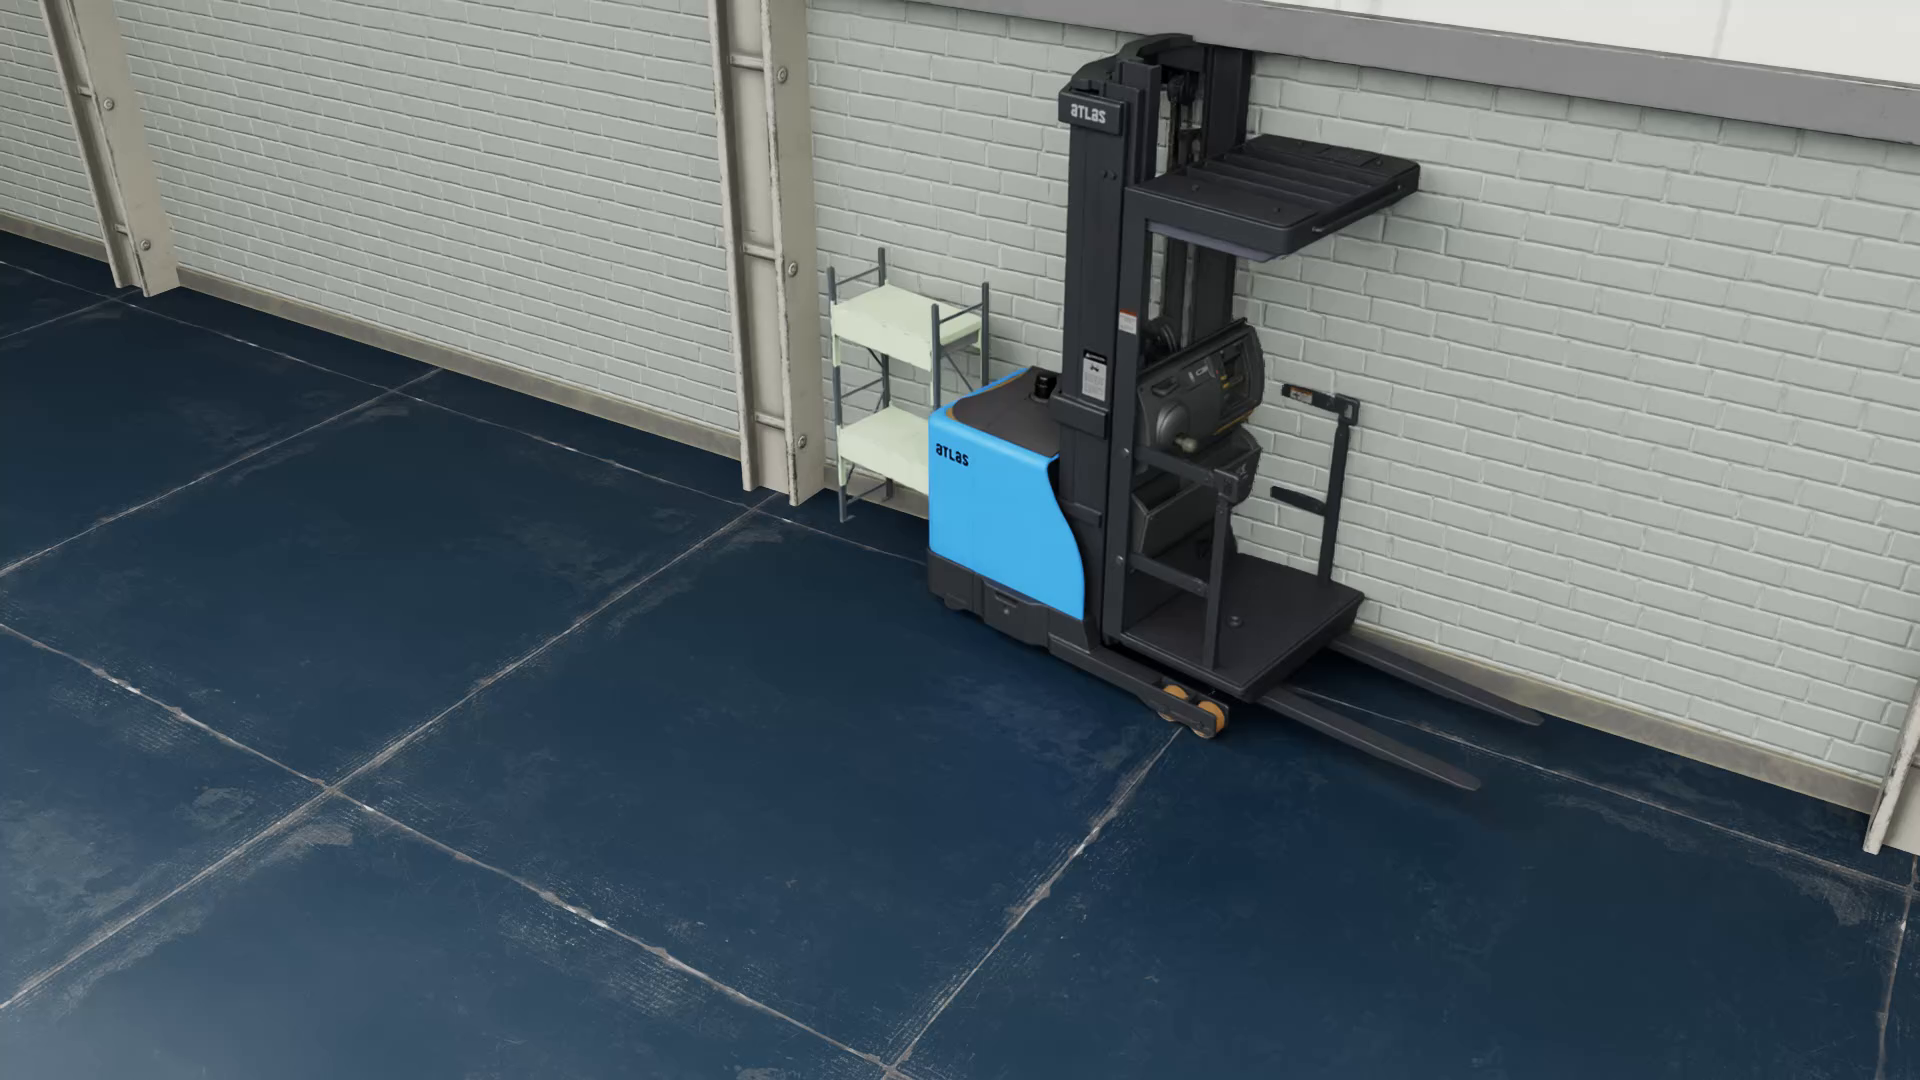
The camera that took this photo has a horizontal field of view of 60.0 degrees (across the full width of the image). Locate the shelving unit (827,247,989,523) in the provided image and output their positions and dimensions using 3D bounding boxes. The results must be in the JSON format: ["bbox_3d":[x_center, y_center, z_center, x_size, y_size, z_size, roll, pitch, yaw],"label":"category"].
[{"bbox_3d":[-0.260,-0.692,8.774,0.755,1.500,0.431,25,39,36],"label":"shelving unit"}]

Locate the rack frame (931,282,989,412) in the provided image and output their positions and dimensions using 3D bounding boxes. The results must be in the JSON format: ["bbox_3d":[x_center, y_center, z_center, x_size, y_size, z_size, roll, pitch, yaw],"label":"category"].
[{"bbox_3d":[0.009,-0.568,8.560,0.023,1.500,0.400,25,39,36],"label":"rack frame"}]

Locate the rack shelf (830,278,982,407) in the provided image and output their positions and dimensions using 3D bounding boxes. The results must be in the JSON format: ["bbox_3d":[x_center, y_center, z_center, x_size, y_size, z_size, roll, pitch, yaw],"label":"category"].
[{"bbox_3d":[-0.263,-1.028,8.574,0.720,0.370,0.431,25,39,36],"label":"rack shelf"}]

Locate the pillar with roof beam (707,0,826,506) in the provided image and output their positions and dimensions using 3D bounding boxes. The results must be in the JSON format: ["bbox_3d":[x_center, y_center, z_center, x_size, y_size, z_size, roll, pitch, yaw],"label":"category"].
[{"bbox_3d":[-3.316,-2.362,4.369,0.400,9.000,9.100,18,35,27],"label":"pillar with roof beam"}]

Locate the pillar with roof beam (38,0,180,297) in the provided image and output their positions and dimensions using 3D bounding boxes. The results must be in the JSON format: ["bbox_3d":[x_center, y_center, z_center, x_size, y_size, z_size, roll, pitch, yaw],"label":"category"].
[{"bbox_3d":[-8.398,-3.969,7.124,0.400,9.000,9.100,18,35,27],"label":"pillar with roof beam"}]

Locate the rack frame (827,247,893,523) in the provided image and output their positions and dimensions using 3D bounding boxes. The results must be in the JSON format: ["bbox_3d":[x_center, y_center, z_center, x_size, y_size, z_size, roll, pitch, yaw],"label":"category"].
[{"bbox_3d":[-0.530,-0.817,8.987,0.023,1.500,0.400,25,39,36],"label":"rack frame"}]

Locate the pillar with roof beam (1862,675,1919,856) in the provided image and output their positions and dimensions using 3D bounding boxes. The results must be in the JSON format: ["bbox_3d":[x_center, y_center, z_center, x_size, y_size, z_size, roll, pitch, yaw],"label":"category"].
[{"bbox_3d":[1.766,-0.755,1.613,0.400,9.000,9.100,18,35,27],"label":"pillar with roof beam"}]

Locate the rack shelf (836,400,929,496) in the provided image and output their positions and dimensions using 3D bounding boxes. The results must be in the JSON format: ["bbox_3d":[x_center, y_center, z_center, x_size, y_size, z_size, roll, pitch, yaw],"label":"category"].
[{"bbox_3d":[-0.258,-0.412,8.941,0.720,0.370,0.431,25,39,36],"label":"rack shelf"}]

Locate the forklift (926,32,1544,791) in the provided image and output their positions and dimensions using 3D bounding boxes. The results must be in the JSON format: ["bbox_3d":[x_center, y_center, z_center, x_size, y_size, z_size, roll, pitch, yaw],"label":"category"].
[{"bbox_3d":[1.261,-0.651,7.458,3.031,2.935,1.130,24,38,35],"label":"forklift"}]
